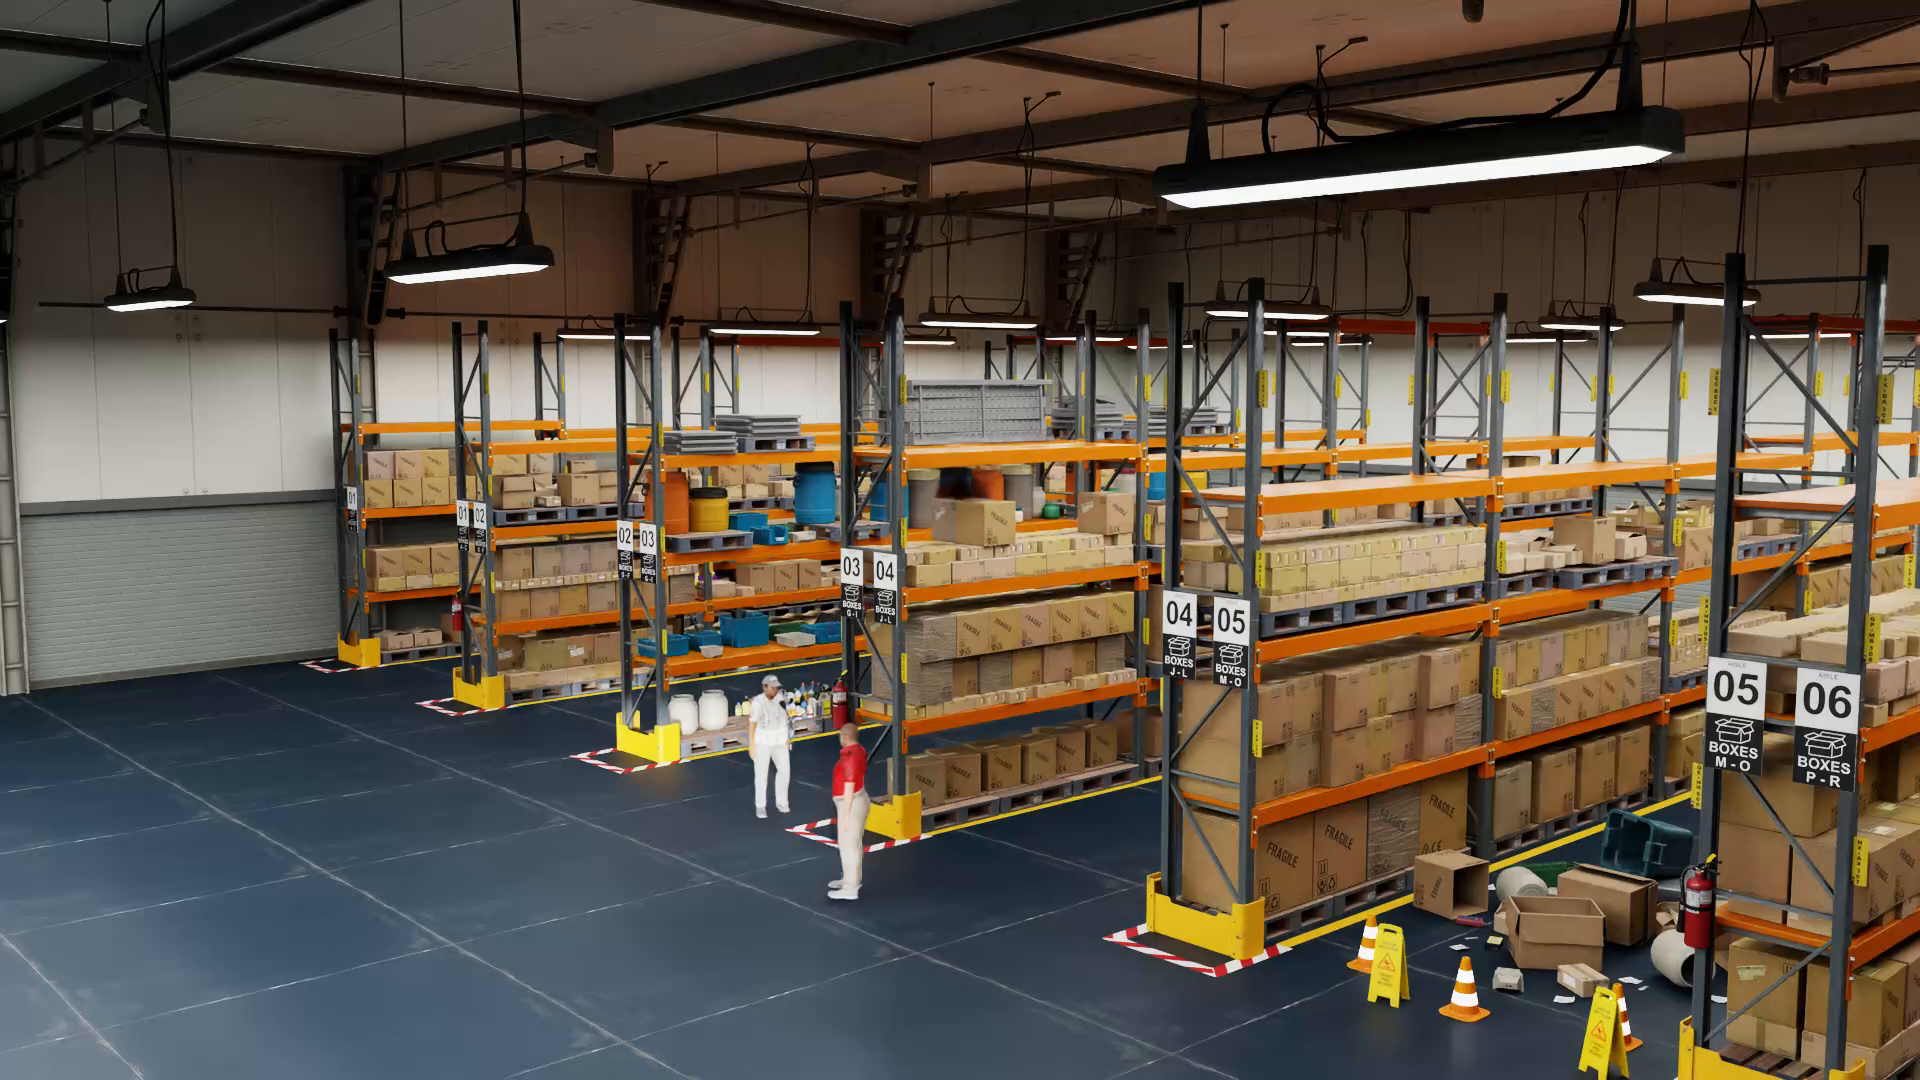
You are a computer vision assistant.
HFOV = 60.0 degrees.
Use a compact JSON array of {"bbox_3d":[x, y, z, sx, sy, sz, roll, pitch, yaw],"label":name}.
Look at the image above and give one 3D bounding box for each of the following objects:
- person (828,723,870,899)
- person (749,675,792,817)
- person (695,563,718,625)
[{"bbox_3d":[-1.125,2.667,16.522,0.445,1.731,0.592,1,6,9],"label":"person"},{"bbox_3d":[-2.247,2.449,19.621,0.565,1.748,0.416,-4,7,-36],"label":"person"},{"bbox_3d":[-4.880,1.212,31.265,0.525,1.771,0.705,5,8,42],"label":"person"}]
